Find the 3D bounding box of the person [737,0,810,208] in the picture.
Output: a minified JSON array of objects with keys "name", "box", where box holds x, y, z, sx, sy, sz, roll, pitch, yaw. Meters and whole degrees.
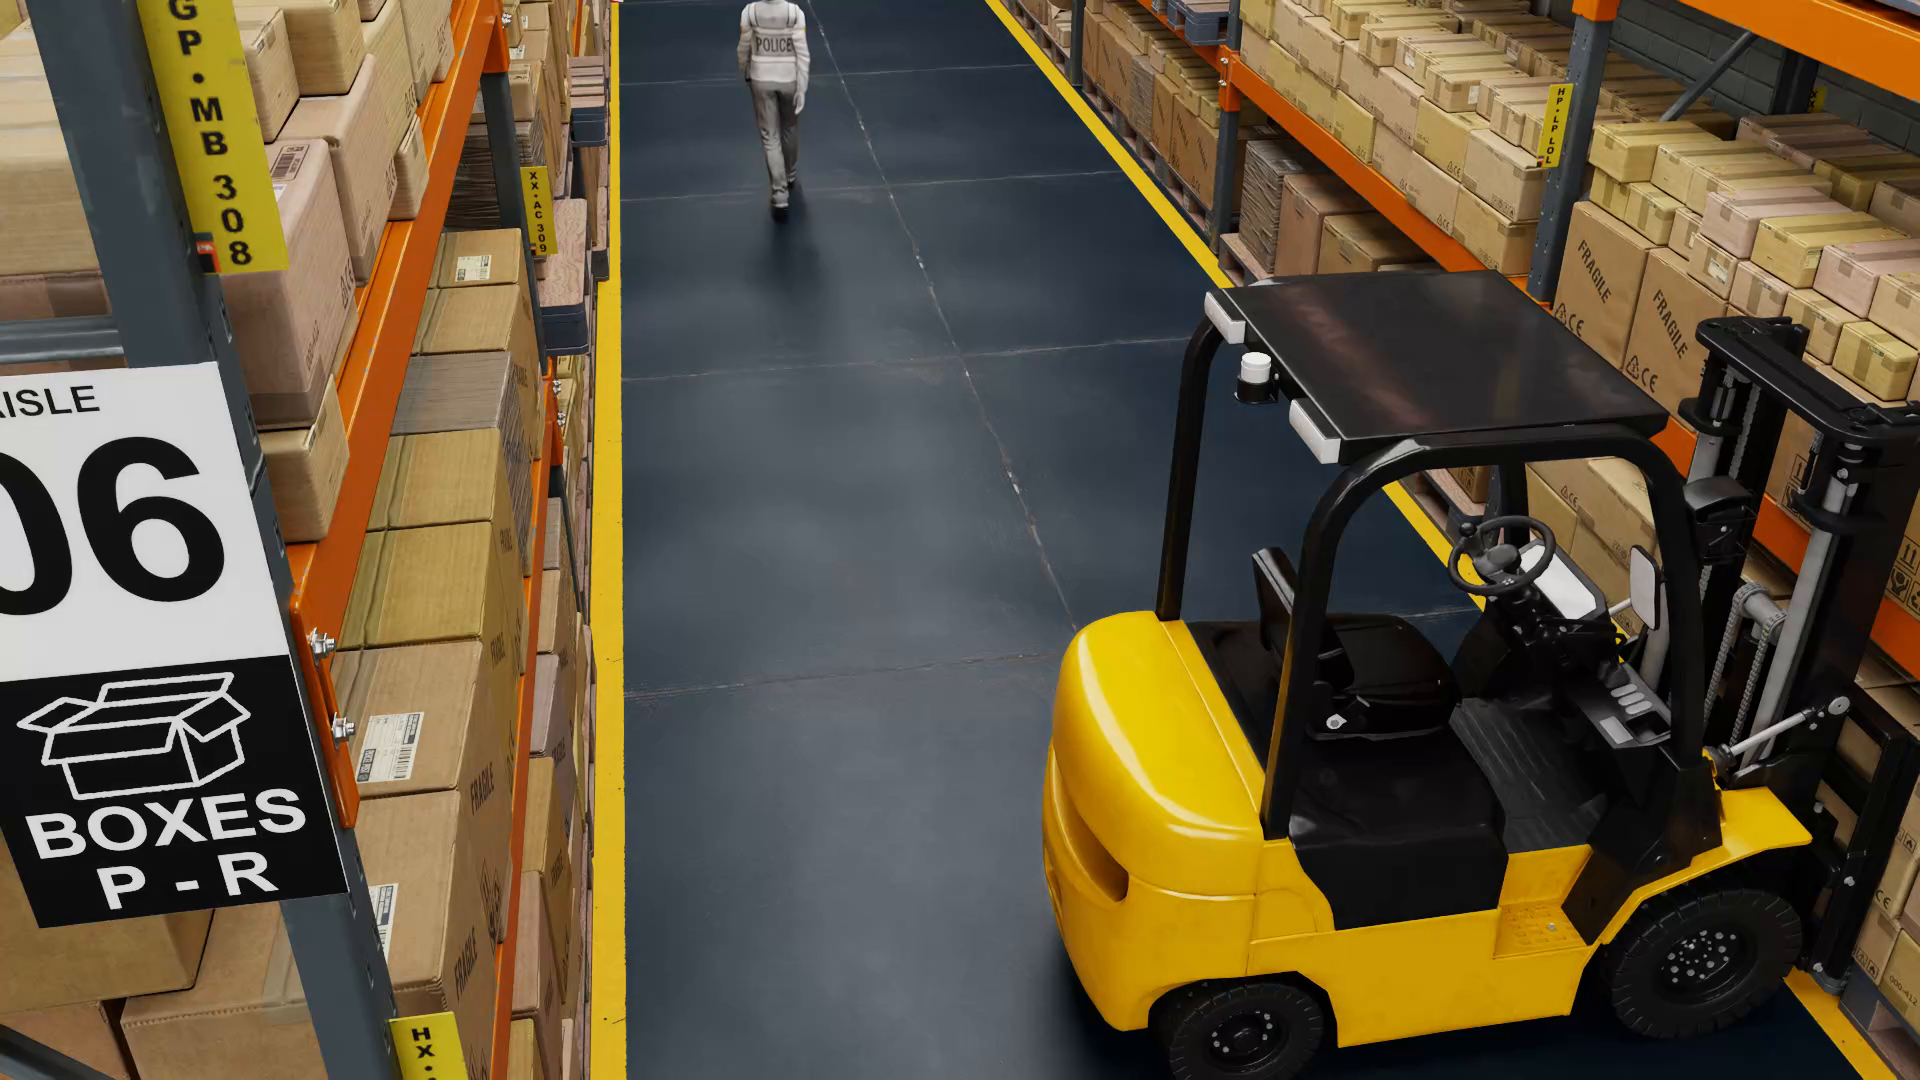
[{"name":"person","box":[-1.275,-3.158,11.377,0.473,1.634,1.004,-6,31,-10]}]
